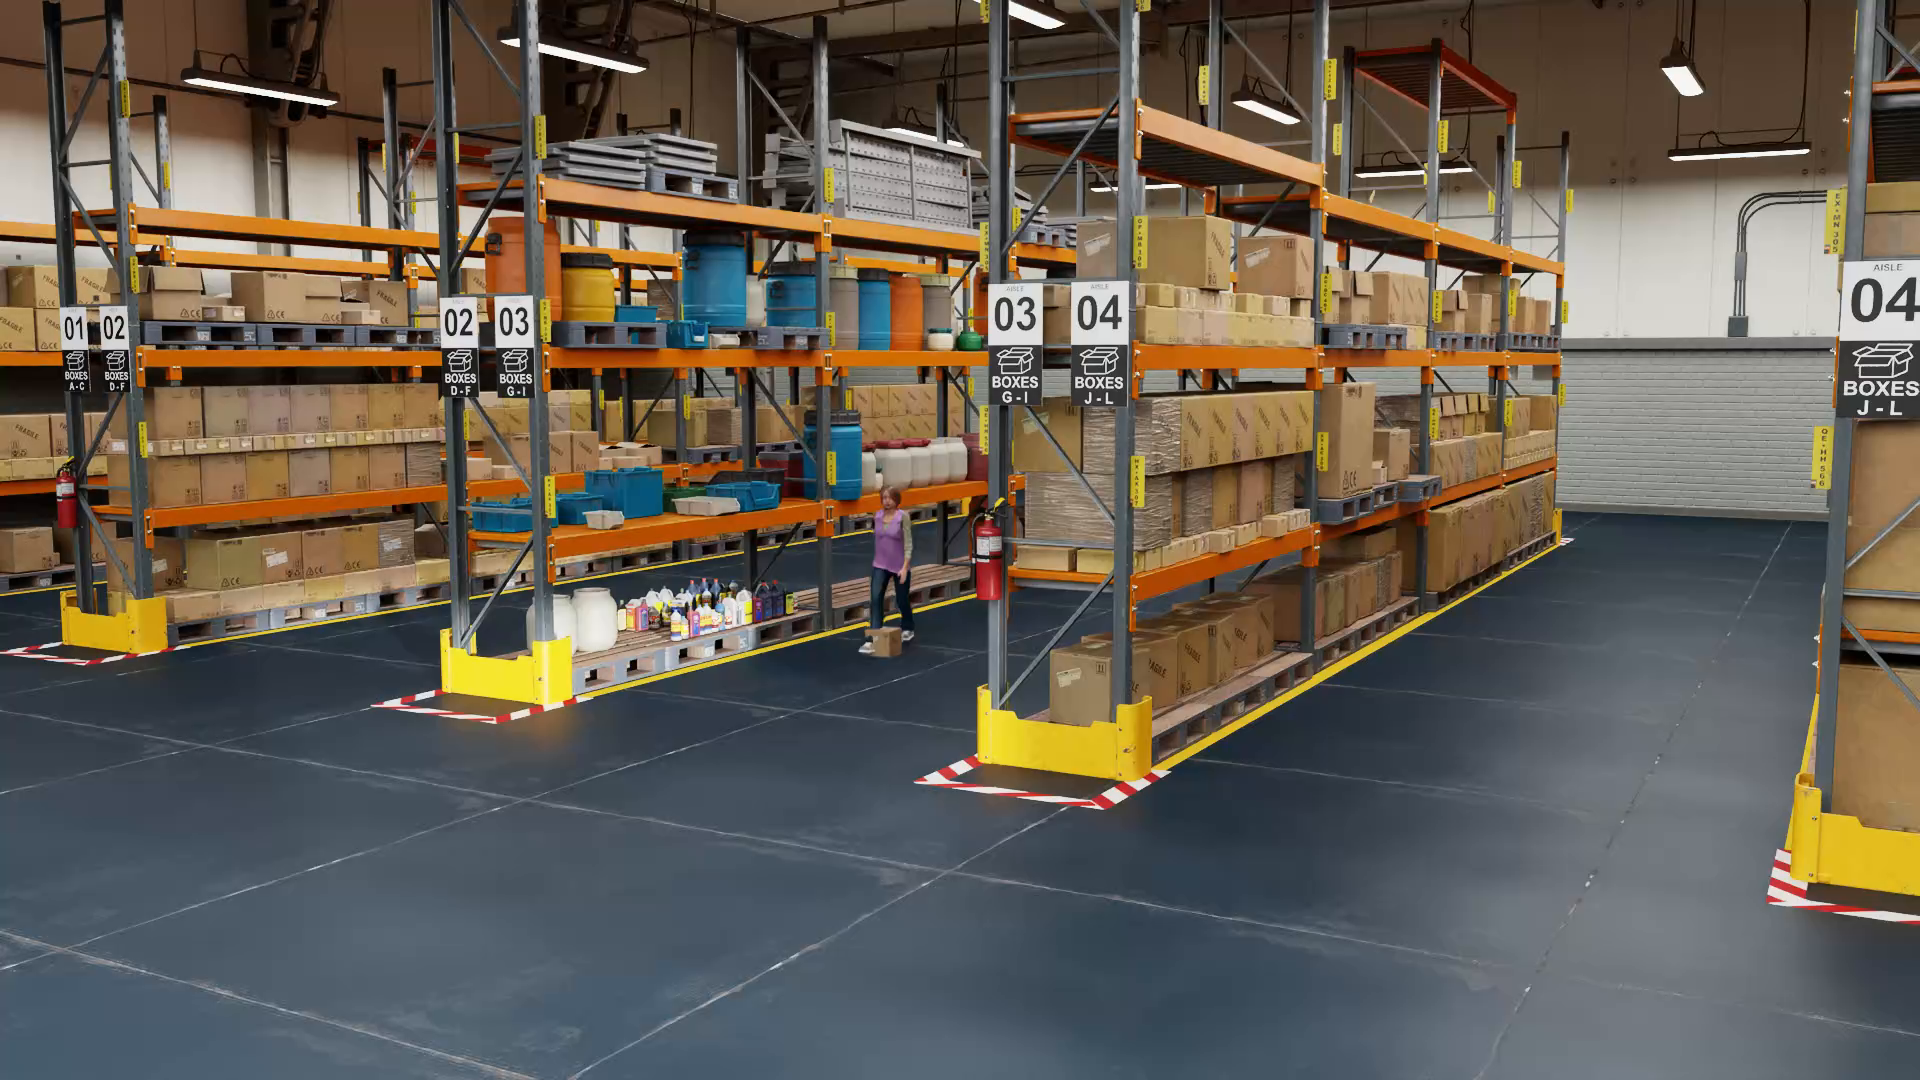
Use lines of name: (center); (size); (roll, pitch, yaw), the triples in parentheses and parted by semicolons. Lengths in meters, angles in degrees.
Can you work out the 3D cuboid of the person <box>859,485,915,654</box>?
person: (-0.625, 0.248, 15.414); (0.424, 1.524, 1.016); (2, 6, 16)
